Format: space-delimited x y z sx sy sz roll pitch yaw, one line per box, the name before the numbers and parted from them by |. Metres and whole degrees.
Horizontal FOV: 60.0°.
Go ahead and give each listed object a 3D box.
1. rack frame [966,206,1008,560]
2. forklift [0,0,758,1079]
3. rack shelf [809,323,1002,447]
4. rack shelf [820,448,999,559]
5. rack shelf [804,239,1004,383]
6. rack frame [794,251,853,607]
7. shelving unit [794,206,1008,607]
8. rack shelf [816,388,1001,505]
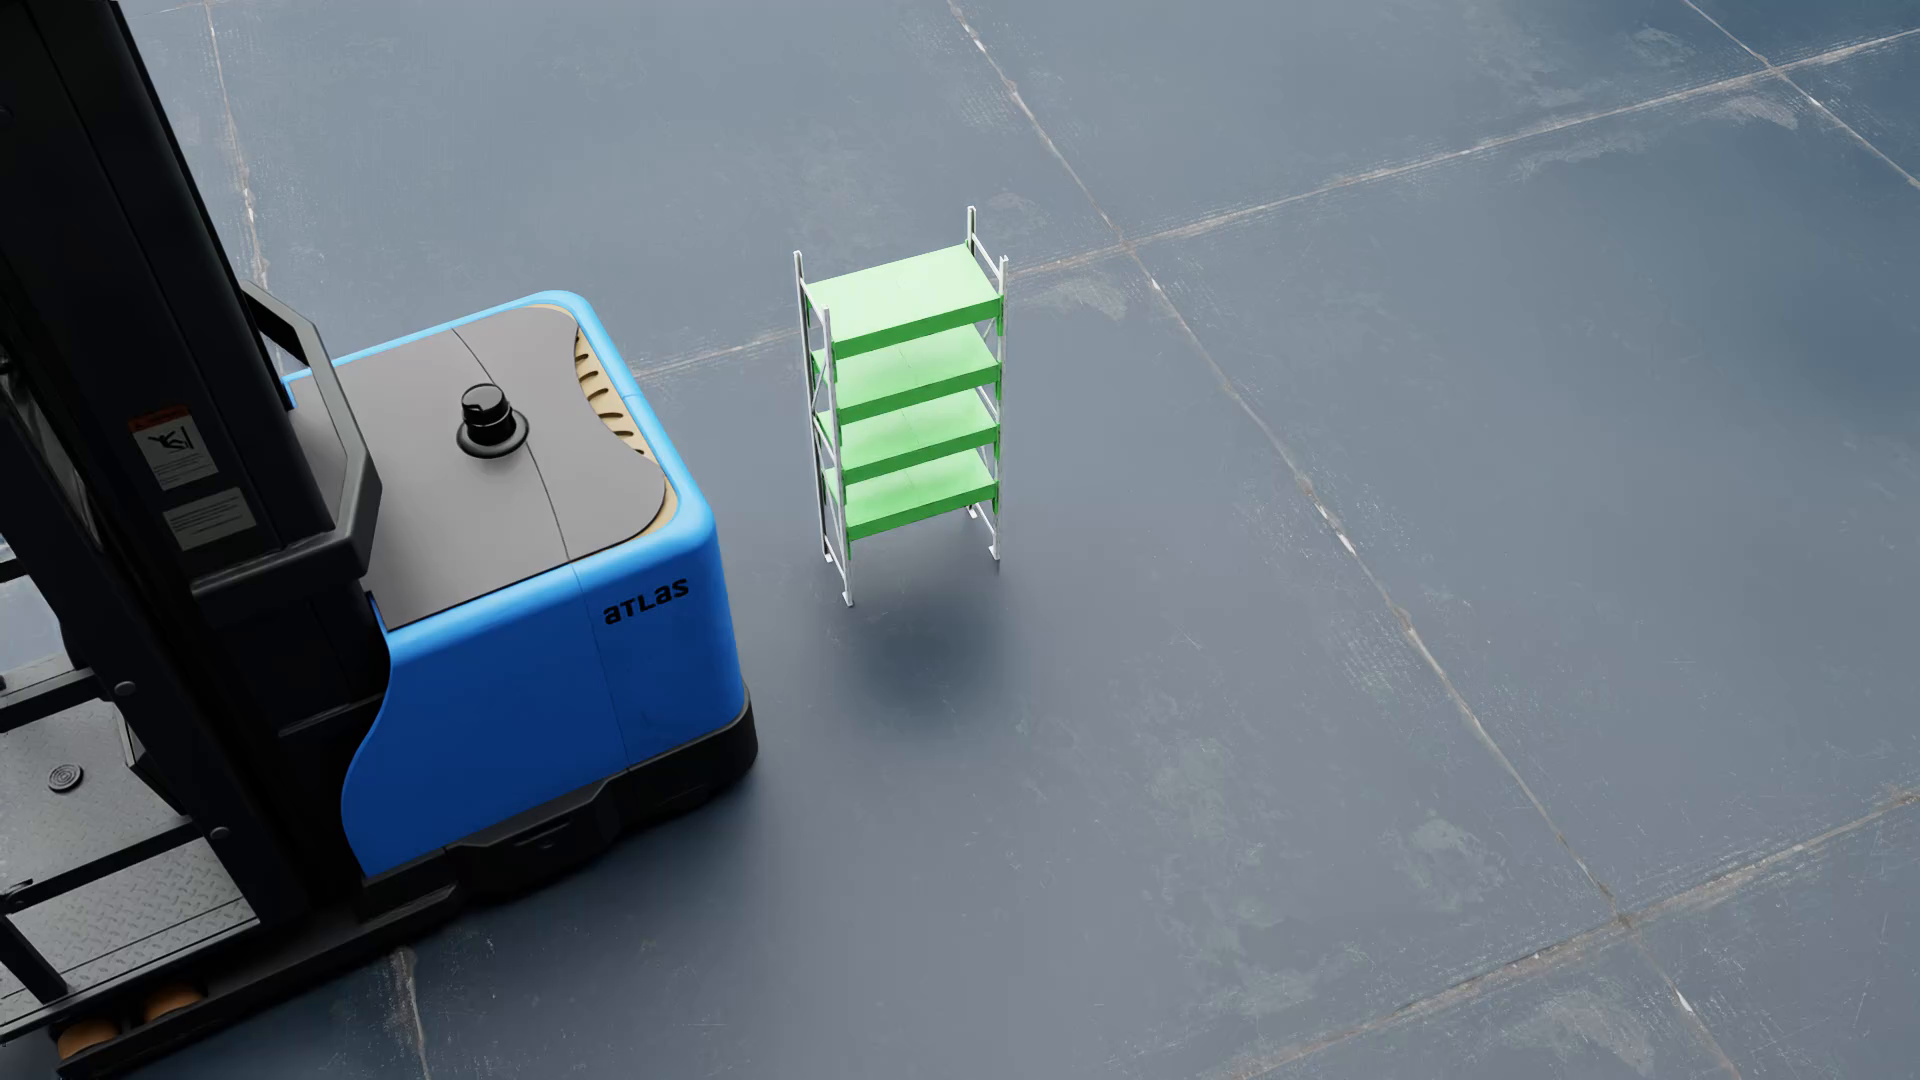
rack frame | 0.073 -0.413 4.814 0.015 1.200 0.240 -17 52 -14
forklift | -2.109 -0.091 3.396 3.031 2.935 1.130 -22 53 -18
rack shelf | -0.153 -0.458 4.620 0.480 0.148 0.258 -17 52 -14
rack shelf | -0.153 -0.145 4.985 0.480 0.148 0.258 -17 52 -14
rack shelf | -0.153 -0.615 4.438 0.480 0.148 0.258 -17 52 -14
rack frame | -0.379 -0.273 4.694 0.015 1.200 0.240 -17 52 -14
shelving unit | -0.153 -0.343 4.754 0.503 1.200 0.258 -17 52 -14
rack shelf | -0.153 -0.302 4.803 0.480 0.148 0.258 -17 52 -14
